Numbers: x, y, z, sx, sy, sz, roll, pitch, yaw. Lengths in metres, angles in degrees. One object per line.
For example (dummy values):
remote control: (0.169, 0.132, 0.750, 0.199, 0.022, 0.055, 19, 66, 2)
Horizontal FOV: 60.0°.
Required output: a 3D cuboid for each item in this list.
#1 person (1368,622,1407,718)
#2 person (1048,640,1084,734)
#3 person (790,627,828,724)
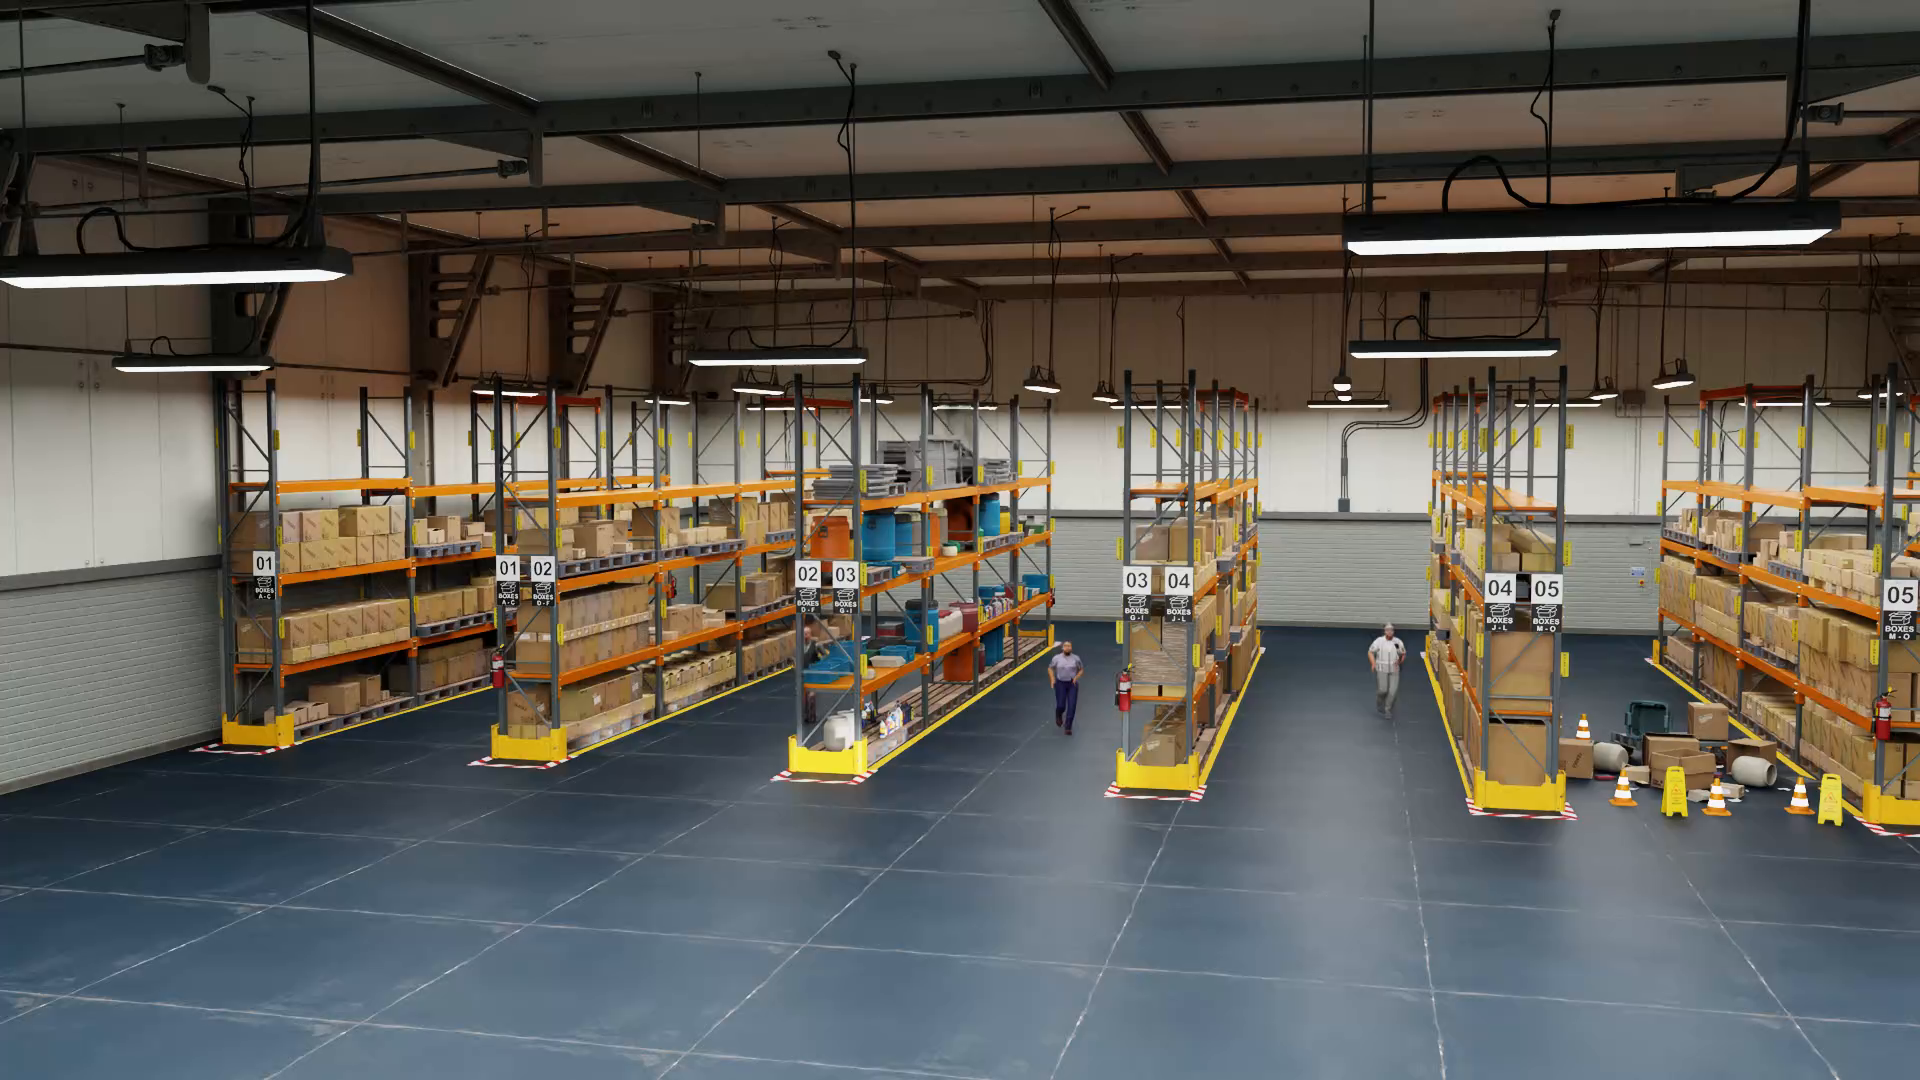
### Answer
person: (7.700, 2.339, 29.898, 0.658, 1.739, 0.591, 0, 3, 6)
person: (1.815, 2.508, 28.322, 0.607, 1.603, 0.548, 0, 3, -2)
person: (-2.699, 2.394, 29.300, 0.642, 1.717, 0.646, 0, 3, 8)
